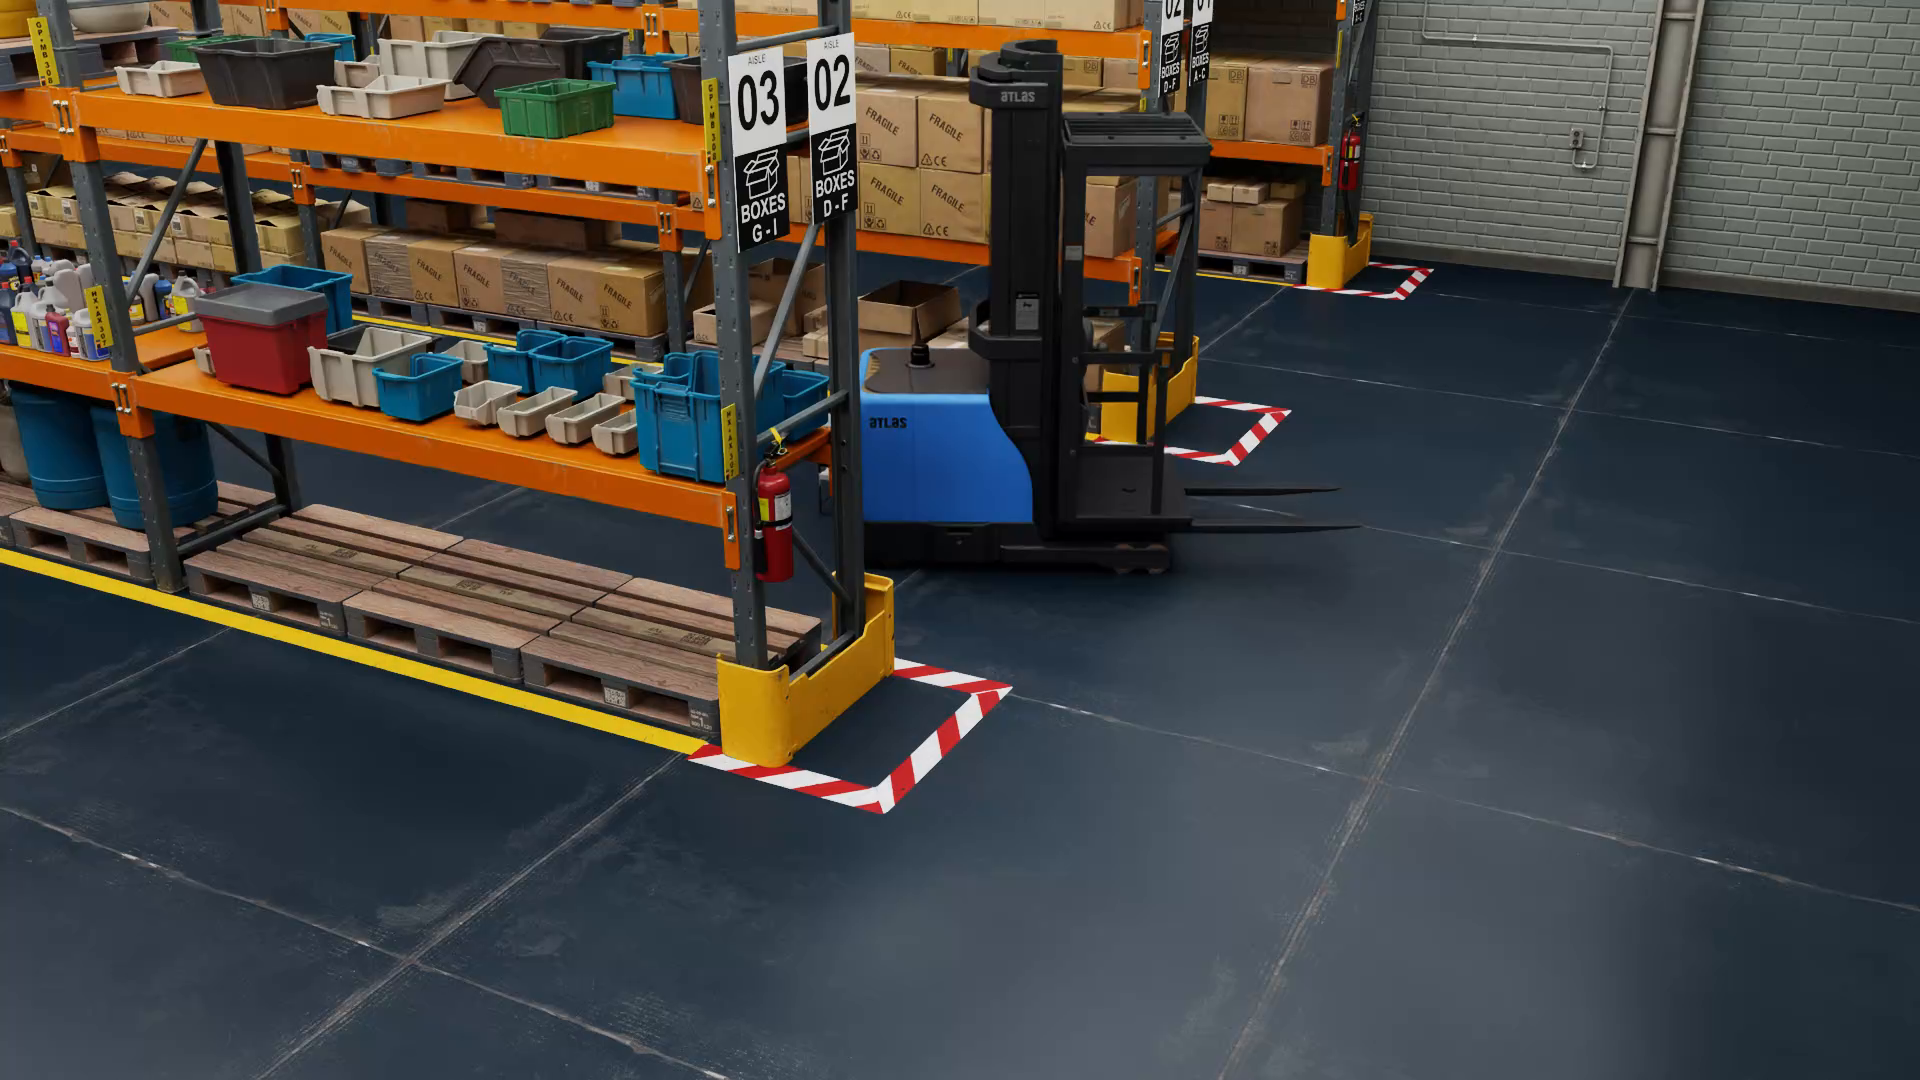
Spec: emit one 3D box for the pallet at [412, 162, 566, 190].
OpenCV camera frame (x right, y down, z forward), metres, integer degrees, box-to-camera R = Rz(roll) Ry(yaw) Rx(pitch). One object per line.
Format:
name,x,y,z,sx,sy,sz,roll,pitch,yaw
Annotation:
pallet,-3.925,-3.254,14.315,1.213,0.211,1.003,11,25,25

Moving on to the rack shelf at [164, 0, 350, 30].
rack shelf,-7.447,-5.087,15.465,4.000,0.370,1.077,11,25,25

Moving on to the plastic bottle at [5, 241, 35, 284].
plastic bottle,-5.920,-1.709,10.500,0.185,0.351,0.144,11,25,25

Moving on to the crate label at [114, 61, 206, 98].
crate label,-4.025,-2.321,8.378,0.466,0.136,0.293,11,25,25

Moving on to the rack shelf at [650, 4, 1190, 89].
rack shelf,-0.308,-3.674,12.143,4.000,0.370,1.077,11,25,25

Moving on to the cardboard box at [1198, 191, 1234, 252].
cardboard box,2.592,-3.223,16.652,0.500,0.500,0.700,11,25,24

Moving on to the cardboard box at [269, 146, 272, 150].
cardboard box,-6.373,-3.869,15.629,0.500,0.311,0.500,11,25,24

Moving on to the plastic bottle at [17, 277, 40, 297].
plastic bottle,-5.399,-1.357,9.671,0.185,0.351,0.144,11,25,25

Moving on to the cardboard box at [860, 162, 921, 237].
cardboard box,-0.403,-2.571,12.336,0.500,0.500,0.500,11,25,24

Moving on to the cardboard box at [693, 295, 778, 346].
cardboard box,-1.816,-1.794,13.508,0.500,0.311,0.500,11,25,25

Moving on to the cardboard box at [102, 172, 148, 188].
cardboard box,-8.741,-3.605,17.155,0.500,0.311,0.500,11,25,25

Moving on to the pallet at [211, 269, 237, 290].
pallet,-6.380,-2.560,16.001,1.213,0.211,1.003,11,25,25

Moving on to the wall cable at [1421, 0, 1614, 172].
wall cable,5.278,-4.574,15.875,1.851,1.984,0.084,11,25,25

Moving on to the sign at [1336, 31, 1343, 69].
sign,3.451,-4.457,15.116,0.005,0.325,0.100,11,25,25

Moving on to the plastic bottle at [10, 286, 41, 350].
plastic bottle,-5.299,-1.274,9.476,0.185,0.351,0.144,11,25,25

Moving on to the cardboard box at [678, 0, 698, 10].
cardboard box,-1.771,-4.117,12.457,0.500,0.250,0.500,11,25,25

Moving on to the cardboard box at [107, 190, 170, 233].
cardboard box,-8.069,-3.236,16.286,0.500,0.311,0.500,10,25,23

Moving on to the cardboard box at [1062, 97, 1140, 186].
cardboard box,0.956,-2.761,11.503,0.500,0.500,0.500,11,25,24

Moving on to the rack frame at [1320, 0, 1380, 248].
rack frame,3.709,-4.003,15.829,0.127,3.000,1.000,11,25,25

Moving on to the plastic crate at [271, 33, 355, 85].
plastic crate,-3.375,-2.503,8.684,0.300,0.233,0.416,11,25,25

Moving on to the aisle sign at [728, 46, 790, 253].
aisle sign,-0.829,-1.624,6.914,0.004,0.787,0.394,11,25,25

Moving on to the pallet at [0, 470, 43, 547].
pallet,-6.094,-0.331,10.760,1.213,0.211,1.003,11,25,25

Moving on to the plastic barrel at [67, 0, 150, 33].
plastic barrel,-4.688,-3.065,9.082,0.433,0.535,0.433,0,23,0

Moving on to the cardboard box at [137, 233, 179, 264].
cardboard box,-7.611,-2.890,16.189,0.500,0.250,0.500,12,26,26

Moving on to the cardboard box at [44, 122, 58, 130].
cardboard box,-8.773,-4.250,16.603,0.500,0.250,0.500,13,26,28

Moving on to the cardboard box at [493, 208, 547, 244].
cardboard box,-3.755,-2.811,14.700,0.500,0.250,0.500,11,25,24

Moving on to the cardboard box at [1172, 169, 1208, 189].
cardboard box,2.338,-3.659,16.849,0.250,0.149,0.380,12,26,25

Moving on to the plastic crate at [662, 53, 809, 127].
plastic crate,-0.979,-2.028,7.520,0.590,0.269,0.497,11,25,25

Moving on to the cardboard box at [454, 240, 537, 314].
cardboard box,-4.002,-2.285,14.423,0.500,0.500,0.500,10,25,23

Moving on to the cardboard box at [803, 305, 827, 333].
cardboard box,-1.095,-1.822,13.782,0.250,0.149,0.380,11,25,25

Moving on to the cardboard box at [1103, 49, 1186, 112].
cardboard box,1.918,-4.490,16.591,0.700,0.700,0.980,10,25,22

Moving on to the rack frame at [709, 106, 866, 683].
rack frame,-0.761,-0.543,7.693,0.127,3.000,1.000,11,25,25

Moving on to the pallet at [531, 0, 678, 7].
pallet,-2.643,-4.412,13.198,1.003,0.211,1.213,11,25,25

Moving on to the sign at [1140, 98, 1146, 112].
sign,1.209,-2.760,11.023,0.005,0.325,0.100,11,25,25

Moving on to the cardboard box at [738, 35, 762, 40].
cardboard box,-2.214,-5.601,18.095,0.500,0.250,0.500,11,26,25

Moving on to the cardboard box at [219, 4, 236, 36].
cardboard box,-9.385,-6.740,21.473,0.500,0.500,0.500,10,25,23

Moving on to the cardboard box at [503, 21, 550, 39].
cardboard box,-4.977,-5.955,19.731,0.500,0.500,0.700,11,25,25

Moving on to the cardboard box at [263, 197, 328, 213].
cardboard box,-6.470,-3.155,16.097,0.500,0.311,0.500,11,25,23

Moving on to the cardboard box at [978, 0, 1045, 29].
cardboard box,0.458,-3.674,11.415,0.500,0.250,0.500,11,25,25

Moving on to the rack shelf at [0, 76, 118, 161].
rack shelf,-6.116,-2.651,9.738,4.000,0.370,1.077,11,25,25

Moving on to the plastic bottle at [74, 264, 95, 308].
plastic bottle,-5.399,-1.570,10.268,0.135,0.276,0.152,11,25,25

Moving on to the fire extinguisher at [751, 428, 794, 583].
fire extinguisher,-0.832,-0.150,7.345,0.183,0.674,0.296,11,25,25

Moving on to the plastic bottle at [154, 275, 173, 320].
plastic bottle,-4.783,-1.458,10.010,0.097,0.271,0.097,0,23,0

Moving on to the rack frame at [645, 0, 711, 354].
rack frame,-2.093,-2.978,13.420,0.127,3.000,1.000,11,25,25

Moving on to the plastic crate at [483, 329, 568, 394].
plastic crate,-2.276,-0.937,8.758,0.300,0.233,0.416,11,25,25

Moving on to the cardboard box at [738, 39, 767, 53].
cardboard box,-2.207,-5.248,18.225,0.500,0.500,0.500,11,25,24

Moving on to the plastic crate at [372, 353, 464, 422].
plastic crate,-2.710,-0.766,8.356,0.300,0.233,0.416,11,25,25

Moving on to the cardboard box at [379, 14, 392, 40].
cardboard box,-7.326,-6.563,21.057,0.500,0.500,0.500,11,25,23

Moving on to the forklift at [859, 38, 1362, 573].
forklift,0.880,-1.364,9.713,3.031,2.935,1.130,0,23,0

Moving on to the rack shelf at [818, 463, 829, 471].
rack shelf,-0.757,-0.498,10.587,0.200,0.077,0.258,9,25,21

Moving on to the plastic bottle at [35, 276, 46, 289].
plastic bottle,-5.645,-1.530,10.268,0.097,0.201,0.097,0,23,0

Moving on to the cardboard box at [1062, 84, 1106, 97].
cardboard box,0.730,-3.038,12.156,0.500,0.500,0.500,11,26,25

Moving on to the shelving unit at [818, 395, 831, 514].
shelving unit,-0.757,-0.612,10.538,0.210,0.900,0.258,9,25,21

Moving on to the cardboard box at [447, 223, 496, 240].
cardboard box,-4.260,-2.562,15.073,0.500,0.500,0.500,10,25,23

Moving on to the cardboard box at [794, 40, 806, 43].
cardboard box,-1.756,-5.513,17.888,0.500,0.250,0.500,11,25,23

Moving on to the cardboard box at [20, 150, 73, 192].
cardboard box,-9.505,-3.855,17.501,0.500,0.500,0.500,11,25,25
